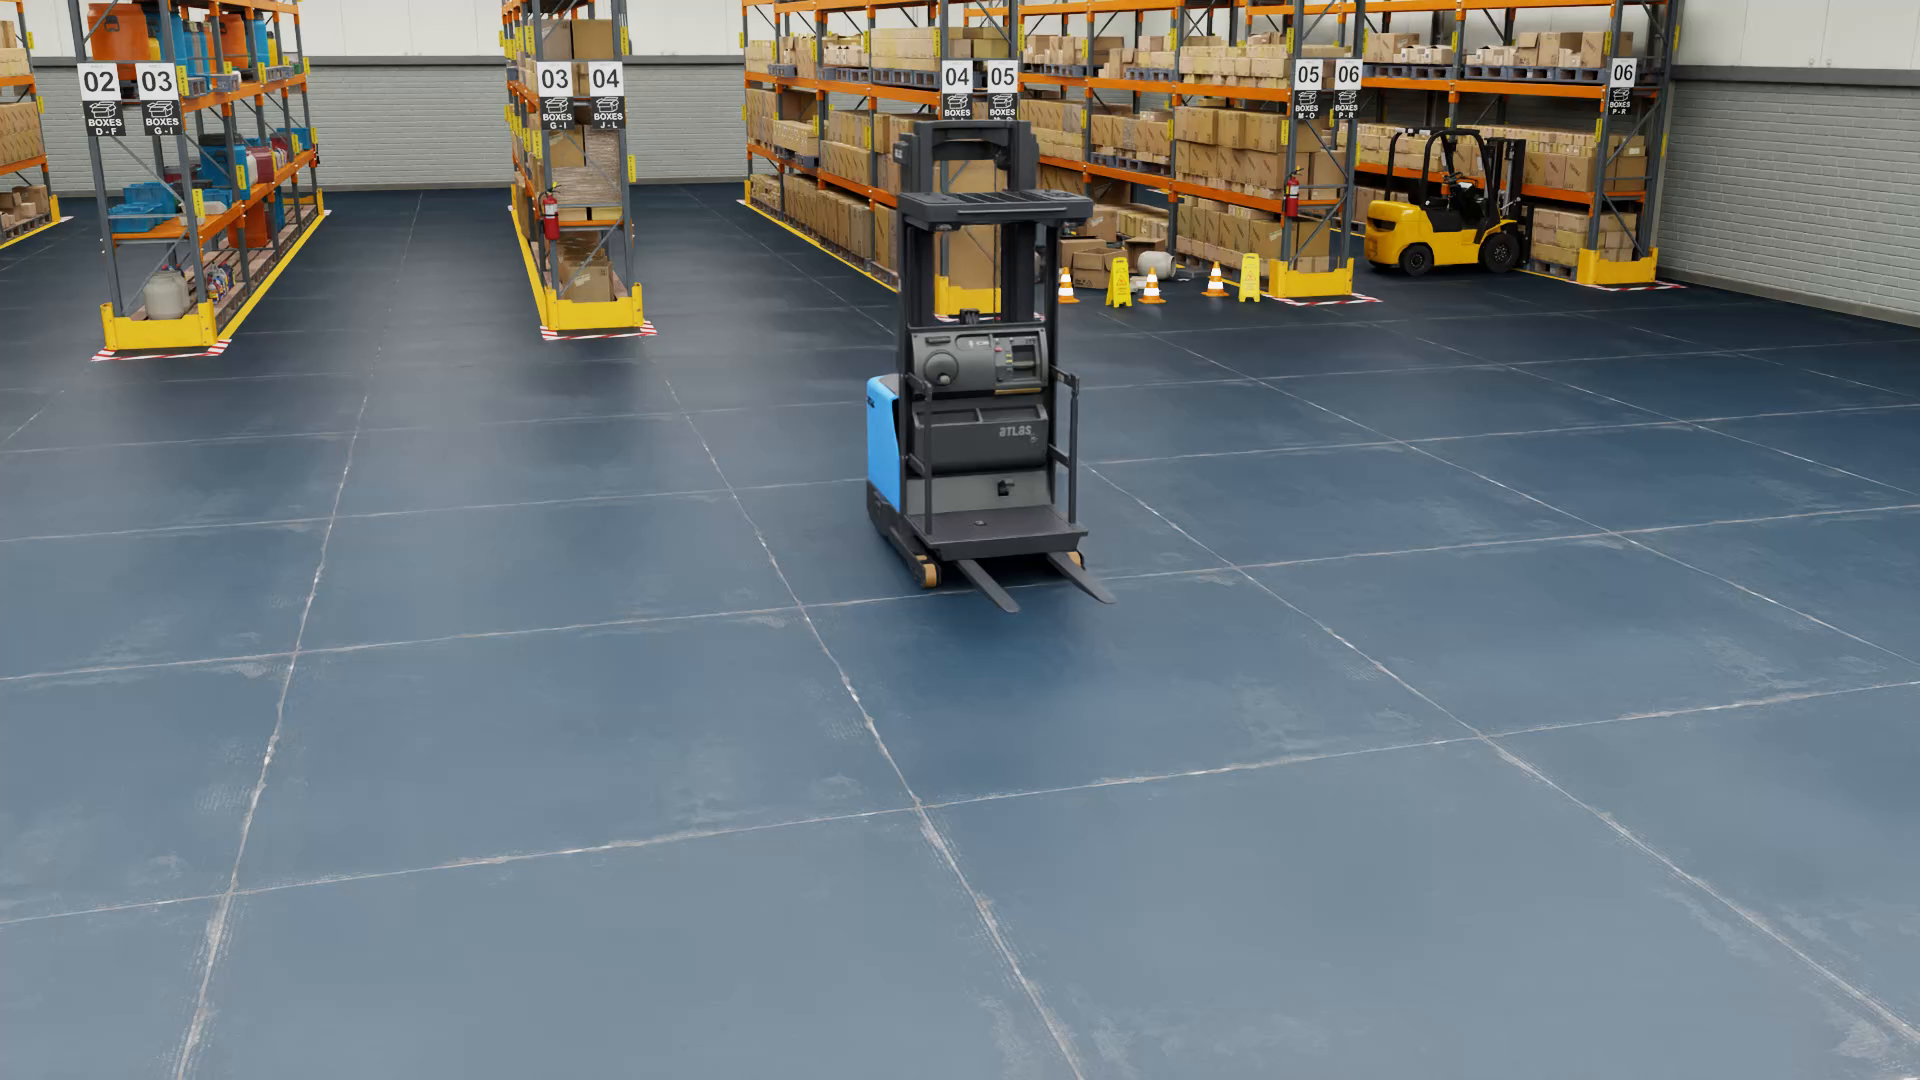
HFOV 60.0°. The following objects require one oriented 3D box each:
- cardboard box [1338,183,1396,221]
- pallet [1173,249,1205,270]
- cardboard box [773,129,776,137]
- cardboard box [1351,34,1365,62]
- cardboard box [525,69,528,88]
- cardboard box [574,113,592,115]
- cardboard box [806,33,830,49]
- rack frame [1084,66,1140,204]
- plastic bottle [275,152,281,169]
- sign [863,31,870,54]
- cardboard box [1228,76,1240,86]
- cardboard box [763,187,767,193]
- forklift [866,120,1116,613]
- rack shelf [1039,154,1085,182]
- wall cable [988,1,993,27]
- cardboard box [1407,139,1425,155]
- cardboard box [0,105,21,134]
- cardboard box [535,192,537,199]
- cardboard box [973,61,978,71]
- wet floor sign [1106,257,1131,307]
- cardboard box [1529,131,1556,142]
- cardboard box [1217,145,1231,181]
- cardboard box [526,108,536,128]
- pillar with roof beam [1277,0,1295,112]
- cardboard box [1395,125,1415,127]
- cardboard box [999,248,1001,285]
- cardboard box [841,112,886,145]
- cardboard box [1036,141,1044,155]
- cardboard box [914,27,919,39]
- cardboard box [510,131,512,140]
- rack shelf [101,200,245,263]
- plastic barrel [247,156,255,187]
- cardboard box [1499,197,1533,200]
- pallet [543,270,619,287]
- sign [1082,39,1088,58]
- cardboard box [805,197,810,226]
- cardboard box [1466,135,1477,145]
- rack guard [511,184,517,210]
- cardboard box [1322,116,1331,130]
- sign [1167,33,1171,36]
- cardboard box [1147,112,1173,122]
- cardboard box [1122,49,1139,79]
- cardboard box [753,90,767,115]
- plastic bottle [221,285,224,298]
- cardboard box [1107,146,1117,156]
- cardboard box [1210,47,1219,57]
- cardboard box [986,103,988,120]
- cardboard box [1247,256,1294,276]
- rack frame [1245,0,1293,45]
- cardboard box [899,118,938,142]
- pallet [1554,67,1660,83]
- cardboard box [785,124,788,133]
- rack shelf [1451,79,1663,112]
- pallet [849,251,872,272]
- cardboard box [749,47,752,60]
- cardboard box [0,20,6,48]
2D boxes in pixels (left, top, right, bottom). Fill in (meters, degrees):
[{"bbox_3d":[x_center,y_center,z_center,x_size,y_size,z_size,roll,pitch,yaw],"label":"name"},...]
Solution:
[{"bbox_3d":[7.700,-6.384,31.389,0.875,0.625,0.625,-4,17,-13],"label":"cardboard box"},{"bbox_3d":[4.088,-4.475,26.484,1.003,0.211,1.213,-5,17,-15],"label":"pallet"},{"bbox_3d":[-3.395,-7.865,32.112,0.380,0.149,0.250,-4,17,-14],"label":"cardboard box"},{"bbox_3d":[7.506,-9.008,30.434,0.500,0.500,0.500,-5,17,-15],"label":"cardboard box"},{"bbox_3d":[-5.782,-6.431,23.192,0.500,0.250,0.500,-5,18,-17],"label":"cardboard box"},{"bbox_3d":[-5.271,-5.777,23.541,0.500,0.500,0.500,-5,17,-15],"label":"cardboard box"},{"bbox_3d":[-2.478,-8.764,29.196,0.396,0.266,0.258,-5,17,-15],"label":"cardboard box"},{"bbox_3d":[2.770,-7.100,30.376,1.000,3.000,0.127,-5,17,-15],"label":"rack frame"},{"bbox_3d":[-11.925,-6.611,28.963,0.152,0.276,0.135,-5,17,-15],"label":"plastic bottle"},{"bbox_3d":[-1.381,-7.364,24.594,0.100,0.325,0.005,-5,17,-15],"label":"sign"},{"bbox_3d":[4.137,-6.702,24.271,0.380,0.149,0.250,-5,17,-16],"label":"cardboard box"},{"bbox_3d":[-3.959,-7.421,35.150,0.380,0.149,0.250,-6,18,-18],"label":"cardboard box"},{"bbox_3d":[0.196,-1.210,10.886,1.130,2.935,3.031,-5,17,-15],"label":"forklift"},{"bbox_3d":[2.220,-7.309,32.321,1.077,0.370,4.000,-5,17,-15],"label":"rack shelf"},{"bbox_3d":[2.150,-14.024,42.932,2.988,3.039,0.133,-5,17,-15],"label":"wall cable"},{"bbox_3d":[8.112,-6.812,28.809,0.500,0.250,0.500,-5,17,-17],"label":"cardboard box"},{"bbox_3d":[-17.668,-7.748,30.621,0.500,0.500,0.500,-4,17,-14],"label":"cardboard box"},{"bbox_3d":[-5.833,-4.937,23.609,0.380,0.149,0.250,-5,17,-15],"label":"cardboard box"},{"bbox_3d":[0.380,-6.224,21.778,0.380,0.149,0.250,-5,17,-15],"label":"cardboard box"},{"bbox_3d":[2.149,-3.489,22.446,0.267,0.644,0.232,-8,18,-25],"label":"wet floor sign"},{"bbox_3d":[8.992,-6.210,25.592,0.380,0.149,0.250,-4,17,-14],"label":"cardboard box"},{"bbox_3d":[4.166,-5.625,24.775,0.500,0.500,0.500,-4,17,-15],"label":"cardboard box"},{"bbox_3d":[-7.311,-7.414,29.503,0.797,0.503,0.637,-4,17,-13],"label":"cardboard box"},{"bbox_3d":[2.978,-11.397,34.251,9.100,9.000,0.400,-5,17,-15],"label":"pillar with roof beam"},{"bbox_3d":[8.149,-7.498,30.397,0.380,0.149,0.250,-5,17,-16],"label":"cardboard box"},{"bbox_3d":[0.551,-4.030,24.496,0.500,0.500,0.500,-2,17,-6],"label":"cardboard box"},{"bbox_3d":[-1.565,-6.801,27.468,0.700,0.500,0.500,-5,17,-16],"label":"cardboard box"},{"bbox_3d":[1.807,-7.706,32.654,0.500,0.250,0.500,-5,17,-16],"label":"cardboard box"},{"bbox_3d":[-0.392,-6.693,21.953,0.380,0.149,0.250,-4,17,-14],"label":"cardboard box"},{"bbox_3d":[-9.085,-8.446,34.600,0.500,0.250,0.500,-5,17,-17],"label":"cardboard box"},{"bbox_3d":[-9.872,-3.921,21.042,1.077,0.370,4.000,-5,17,-15],"label":"rack shelf"},{"bbox_3d":[-10.917,-5.595,25.169,0.421,0.512,0.421,0,17,0],"label":"plastic barrel"},{"bbox_3d":[9.116,-5.491,27.329,0.500,0.250,0.500,-5,17,-16],"label":"cardboard box"},{"bbox_3d":[-5.441,-3.692,23.876,1.003,0.211,1.213,-5,17,-15],"label":"pallet"},{"bbox_3d":[2.234,-8.781,29.720,0.100,0.325,0.005,-5,17,-15],"label":"sign"},{"bbox_3d":[-2.533,-5.990,30.295,0.500,0.500,0.500,-4,17,-13],"label":"cardboard box"},{"bbox_3d":[8.548,-6.565,27.294,0.380,0.149,0.250,-4,17,-14],"label":"cardboard box"},{"bbox_3d":[-8.964,-7.339,35.516,1.175,0.500,0.348,-5,17,-15],"label":"rack guard"},{"bbox_3d":[6.915,-8.181,33.065,0.797,0.503,0.637,-5,17,-17],"label":"cardboard box"},{"bbox_3d":[4.821,-11.519,38.352,0.100,0.325,0.005,-5,17,-15],"label":"sign"},{"bbox_3d":[3.323,-6.996,27.478,0.380,0.149,0.250,-5,17,-17],"label":"cardboard box"},{"bbox_3d":[3.217,-8.167,28.532,0.797,0.503,0.637,-5,17,-15],"label":"cardboard box"},{"bbox_3d":[-4.026,-9.133,34.715,0.500,0.500,0.500,-5,17,-16],"label":"cardboard box"},{"bbox_3d":[-9.670,-3.259,21.687,0.097,0.201,0.097,0,17,0],"label":"plastic bottle"},{"bbox_3d":[2.813,-6.839,29.211,0.380,0.149,0.250,-5,17,-15],"label":"cardboard box"},{"bbox_3d":[3.969,-7.296,24.865,0.380,0.149,0.250,-5,18,-17],"label":"cardboard box"},{"bbox_3d":[0.865,-9.263,35.662,0.500,0.500,0.500,-5,17,-15],"label":"cardboard box"},{"bbox_3d":[4.481,-3.981,24.040,0.500,0.250,0.500,-5,17,-16],"label":"cardboard box"},{"bbox_3d":[6.442,-11.473,34.506,1.000,3.000,0.127,-5,17,-15],"label":"rack frame"},{"bbox_3d":[-0.362,-5.610,23.276,0.875,0.550,0.500,-5,17,-15],"label":"cardboard box"},{"bbox_3d":[9.571,-6.873,24.558,1.003,0.211,1.213,-5,17,-15],"label":"pallet"},{"bbox_3d":[-3.039,-7.650,30.879,0.380,0.149,0.250,-4,17,-13],"label":"cardboard box"},{"bbox_3d":[9.190,-6.926,25.833,1.077,0.370,4.000,-5,17,-15],"label":"rack shelf"},{"bbox_3d":[-1.147,-4.447,26.388,1.003,0.211,1.213,-5,17,-15],"label":"pallet"},{"bbox_3d":[-4.145,-10.212,34.912,0.500,0.250,0.500,-5,17,-16],"label":"cardboard box"},{"bbox_3d":[-18.030,-9.295,30.557,0.700,0.500,0.500,-5,17,-15],"label":"cardboard box"}]
